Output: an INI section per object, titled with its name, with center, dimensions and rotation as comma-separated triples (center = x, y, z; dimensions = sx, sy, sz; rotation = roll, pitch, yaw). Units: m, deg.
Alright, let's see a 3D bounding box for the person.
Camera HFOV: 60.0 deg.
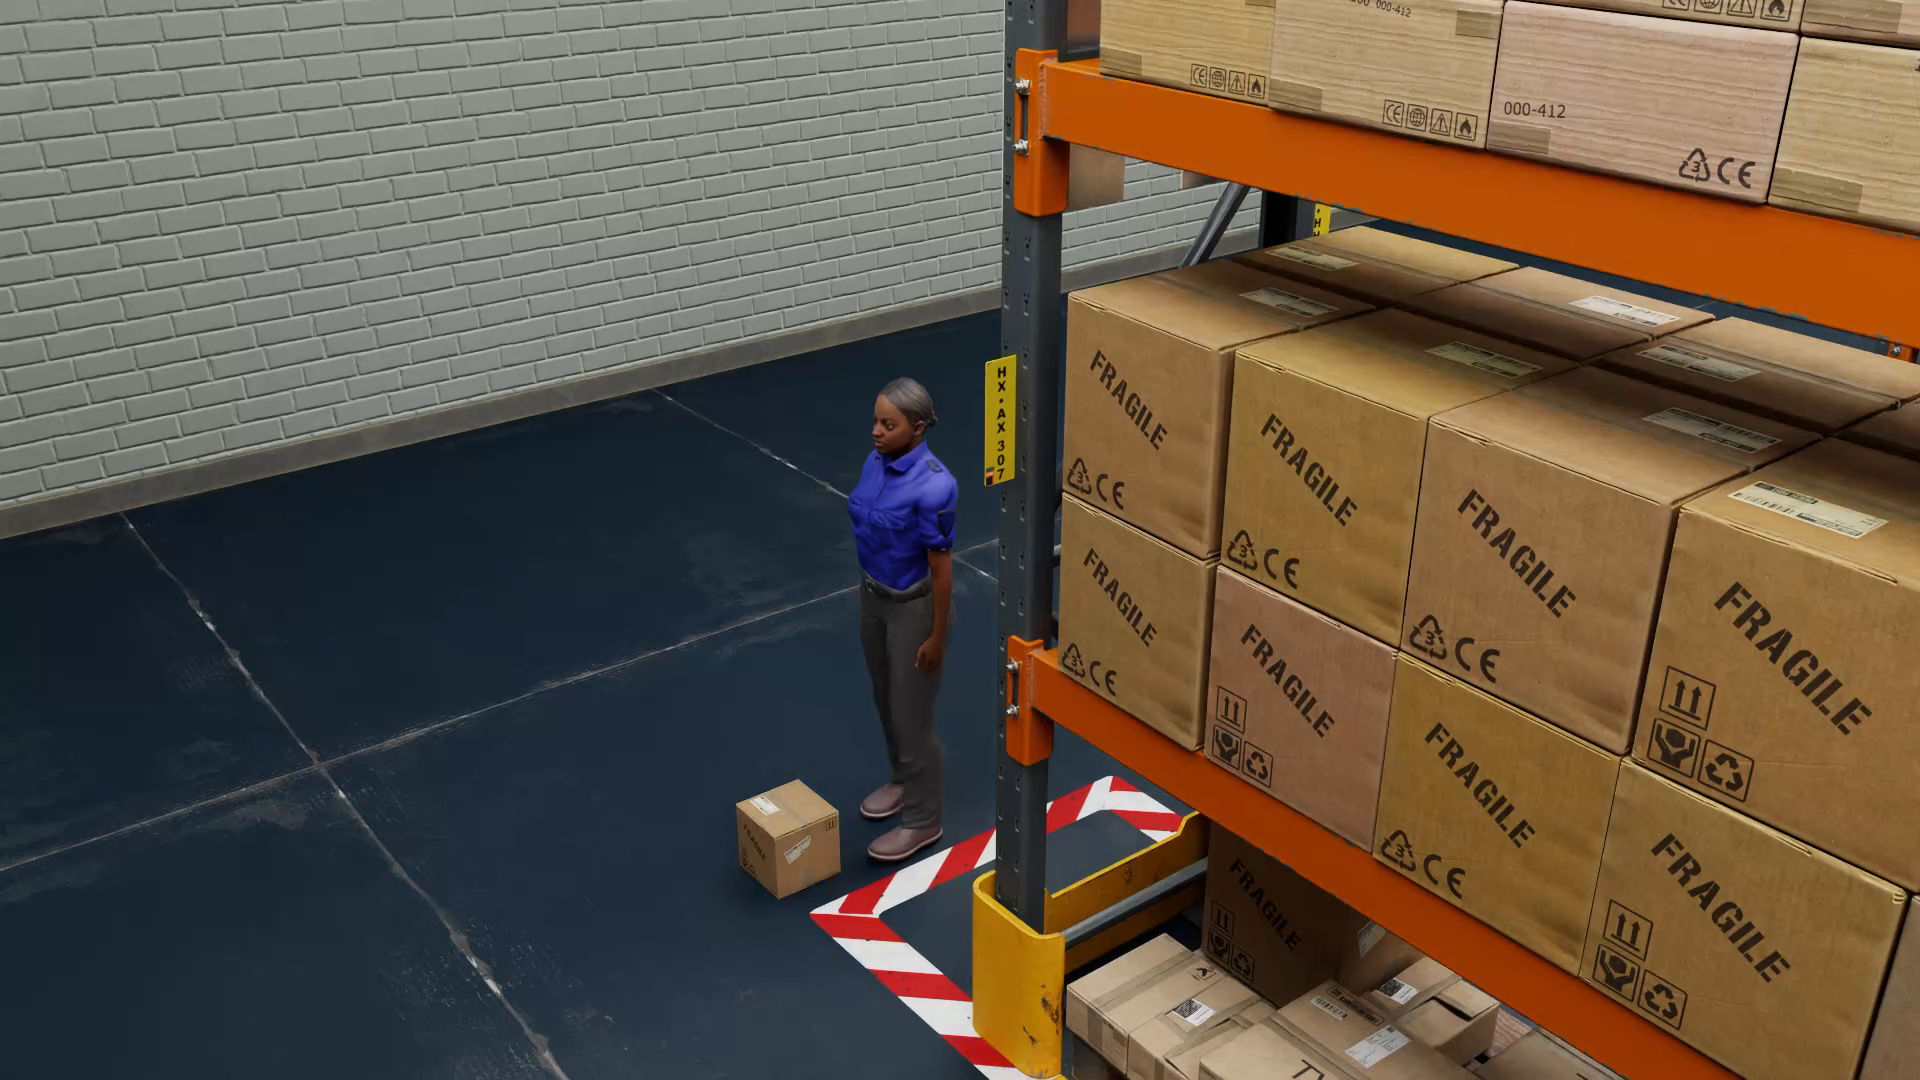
[person]
center = -0.215, 0.258, 5.553
dimensions = 0.419, 1.656, 0.440
rotation = -17, 30, -33
